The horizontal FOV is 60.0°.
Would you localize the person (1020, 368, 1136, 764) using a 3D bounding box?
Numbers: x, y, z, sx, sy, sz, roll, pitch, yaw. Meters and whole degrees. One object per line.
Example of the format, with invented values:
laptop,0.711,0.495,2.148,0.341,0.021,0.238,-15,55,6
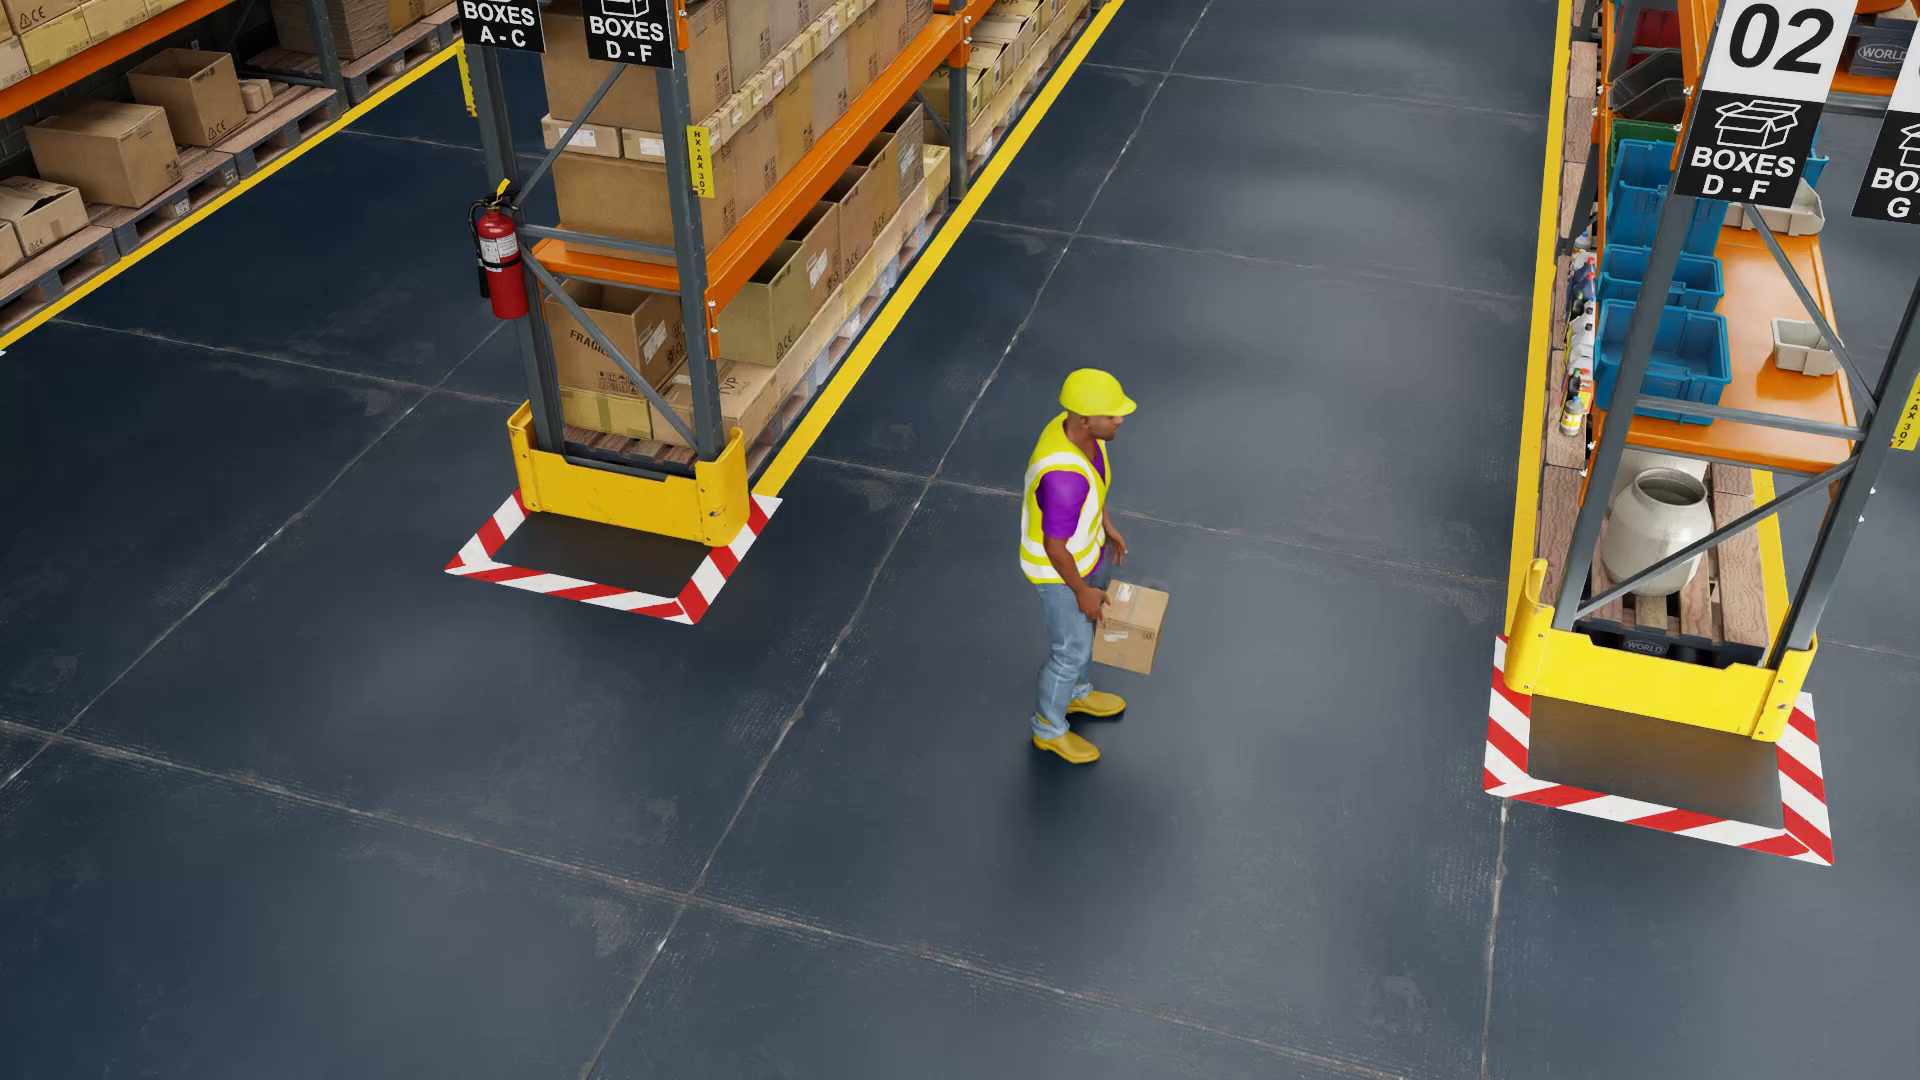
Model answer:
person,0.476,0.081,6.767,0.457,1.762,0.586,10,38,13
